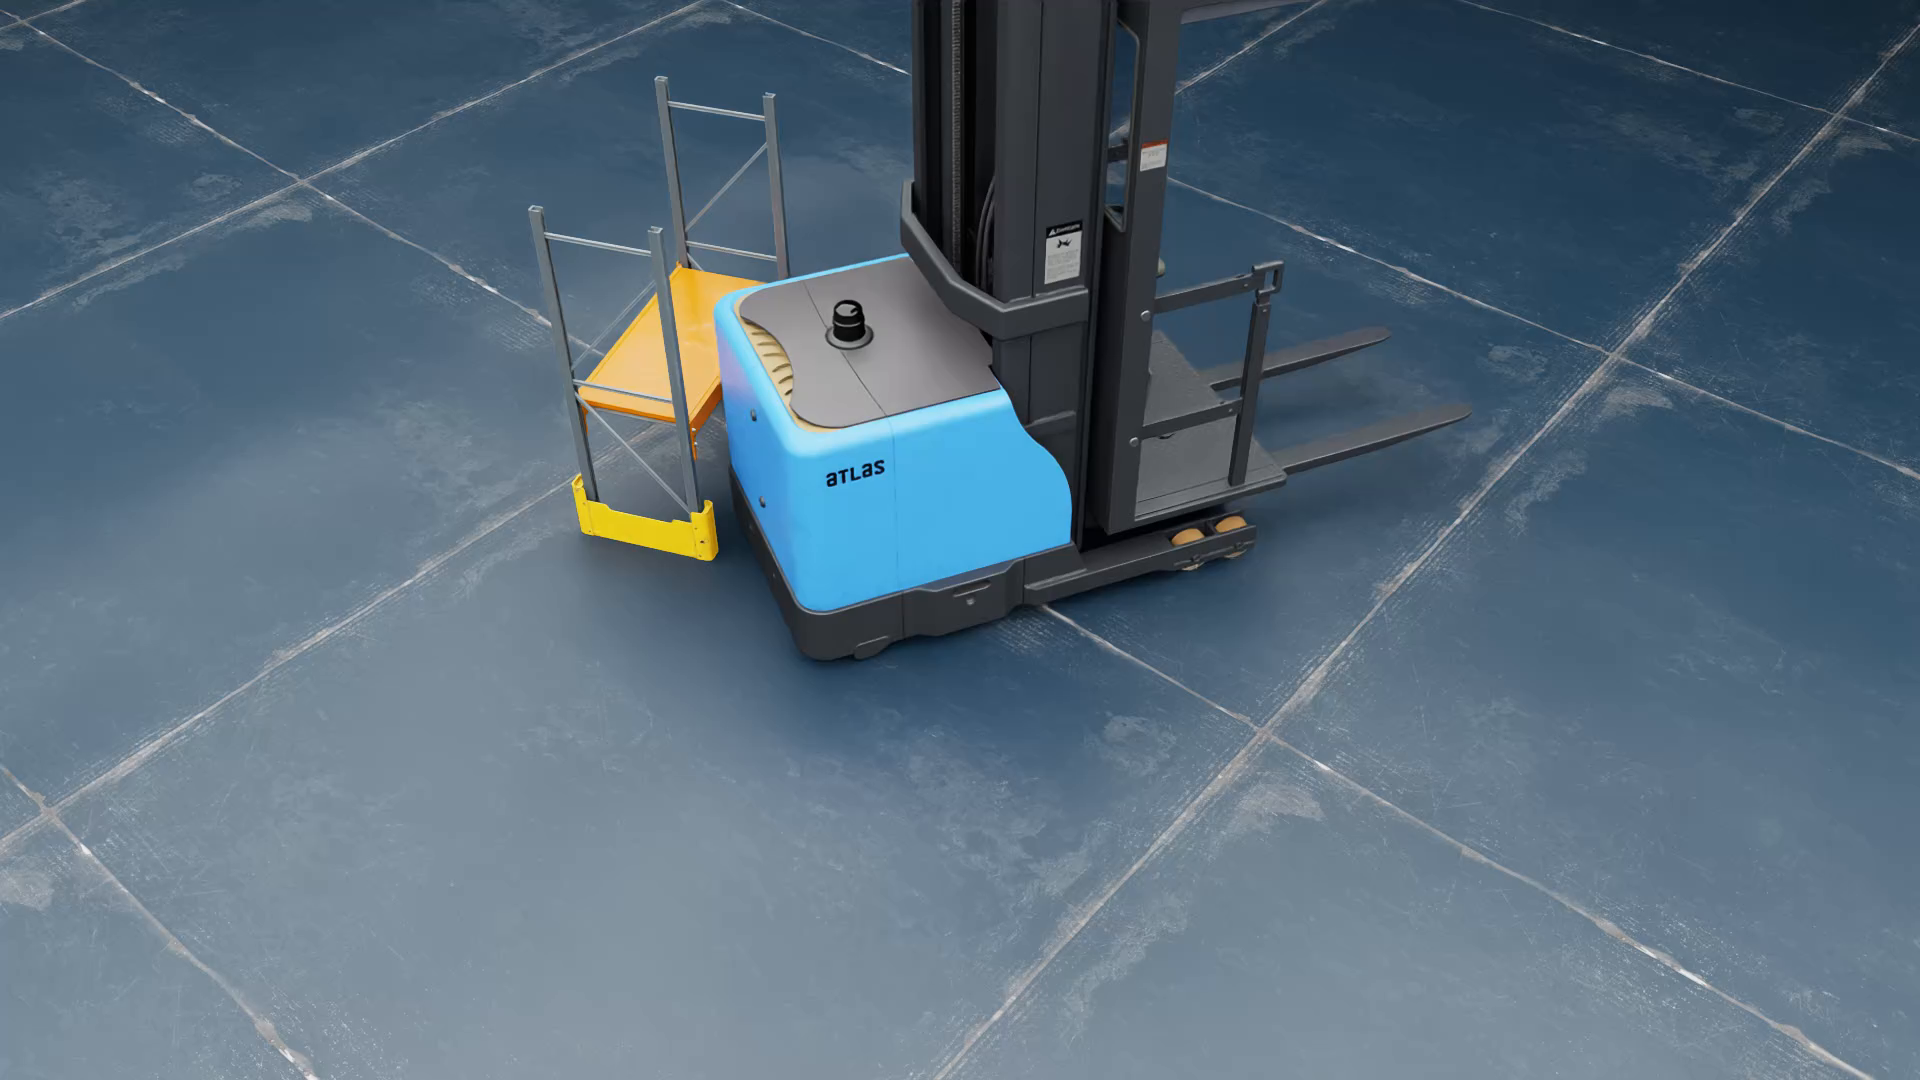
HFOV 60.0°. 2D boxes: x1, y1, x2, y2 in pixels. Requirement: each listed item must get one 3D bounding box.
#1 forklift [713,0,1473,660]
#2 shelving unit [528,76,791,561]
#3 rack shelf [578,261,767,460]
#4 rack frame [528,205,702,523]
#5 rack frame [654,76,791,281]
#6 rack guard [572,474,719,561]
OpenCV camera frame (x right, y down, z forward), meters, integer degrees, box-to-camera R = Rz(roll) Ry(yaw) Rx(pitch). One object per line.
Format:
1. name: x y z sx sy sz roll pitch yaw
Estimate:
1. forklift: 0.639 -1.278 5.977 3.031 2.935 1.130 -16 45 -16
2. shelving unit: -1.109 -0.873 6.595 0.587 1.500 1.083 12 44 13
3. rack shelf: -1.106 -0.746 6.723 0.538 0.185 1.000 12 44 13
4. rack frame: -1.260 -0.553 6.243 0.500 1.500 0.032 12 44 13
5. rack frame: -0.952 -1.205 6.960 0.500 1.500 0.032 12 44 13
6. rack guard: -1.260 -0.091 6.665 0.587 0.250 0.087 12 44 13
